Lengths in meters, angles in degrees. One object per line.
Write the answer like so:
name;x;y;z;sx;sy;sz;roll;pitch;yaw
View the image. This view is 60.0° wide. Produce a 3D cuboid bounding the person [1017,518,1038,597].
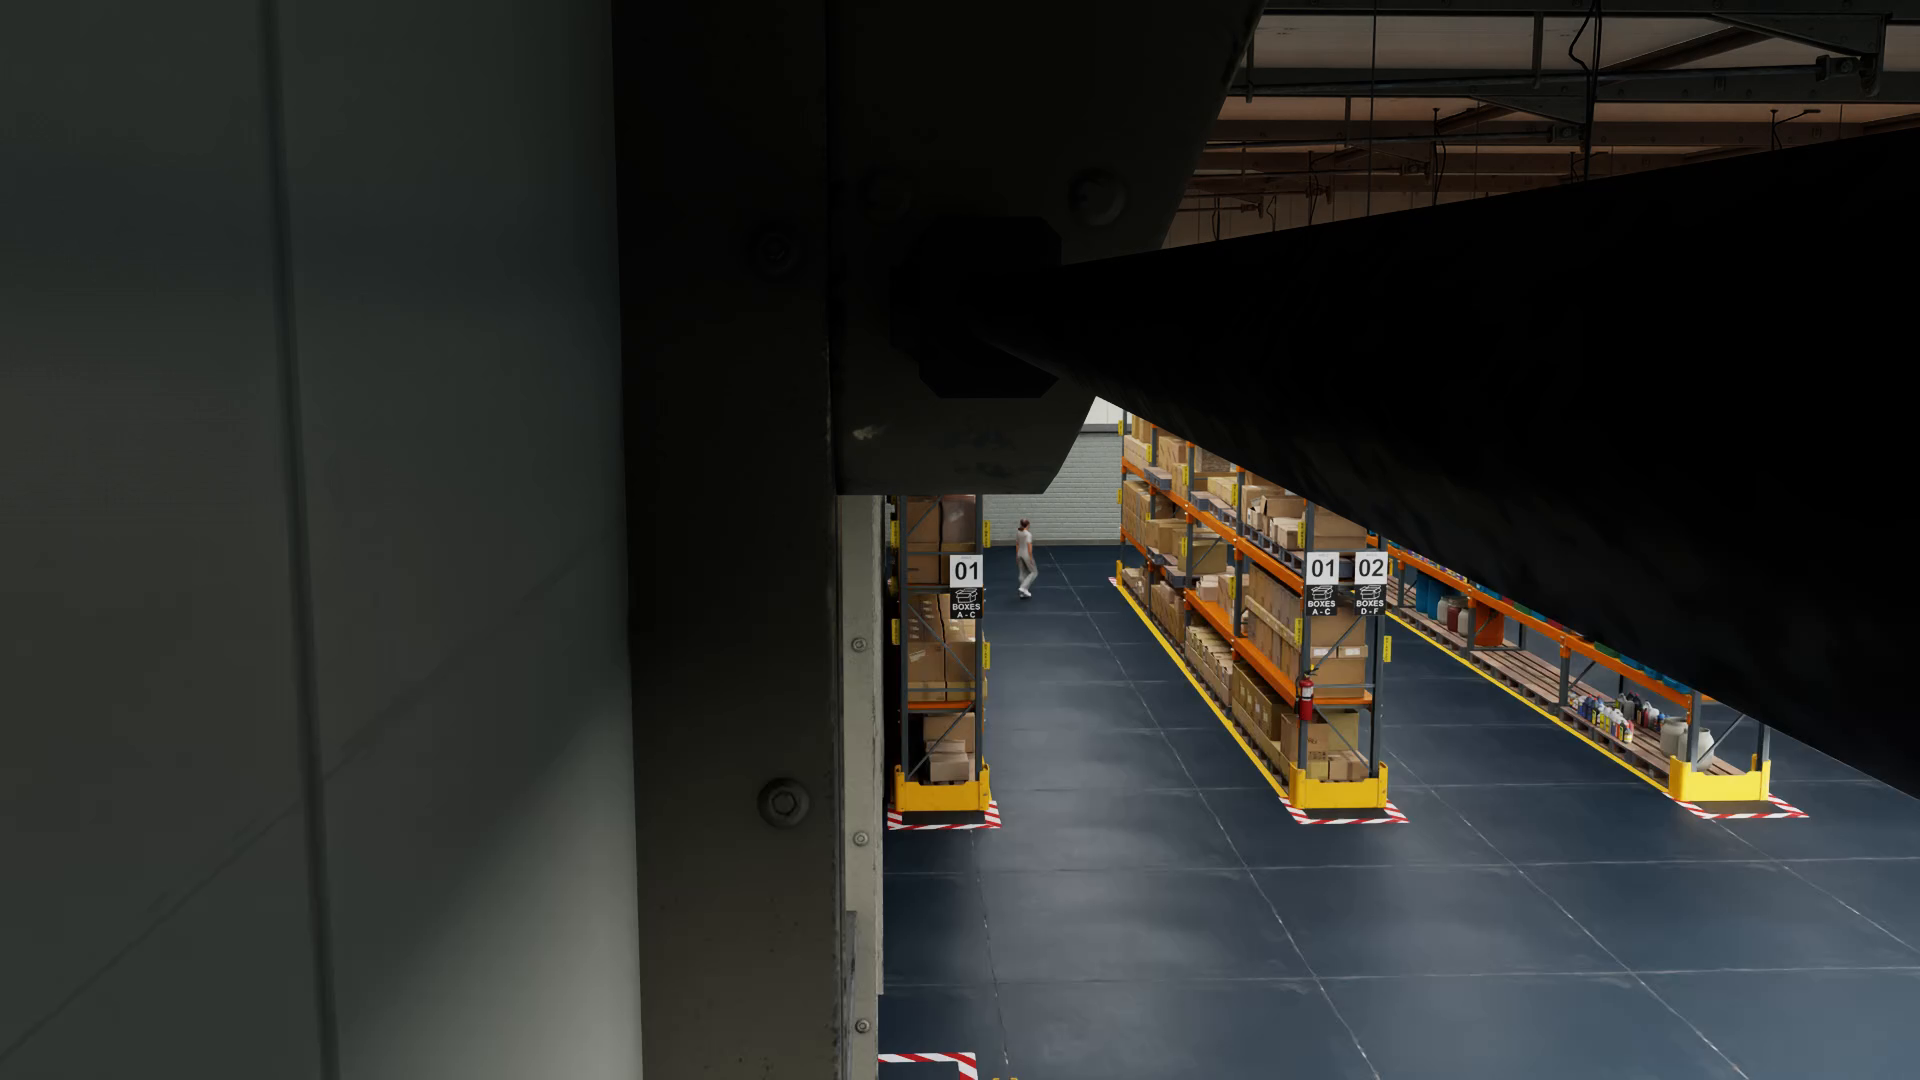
person;1.337;0.375;34.841;0.472;1.671;0.489;-7;11;-40
